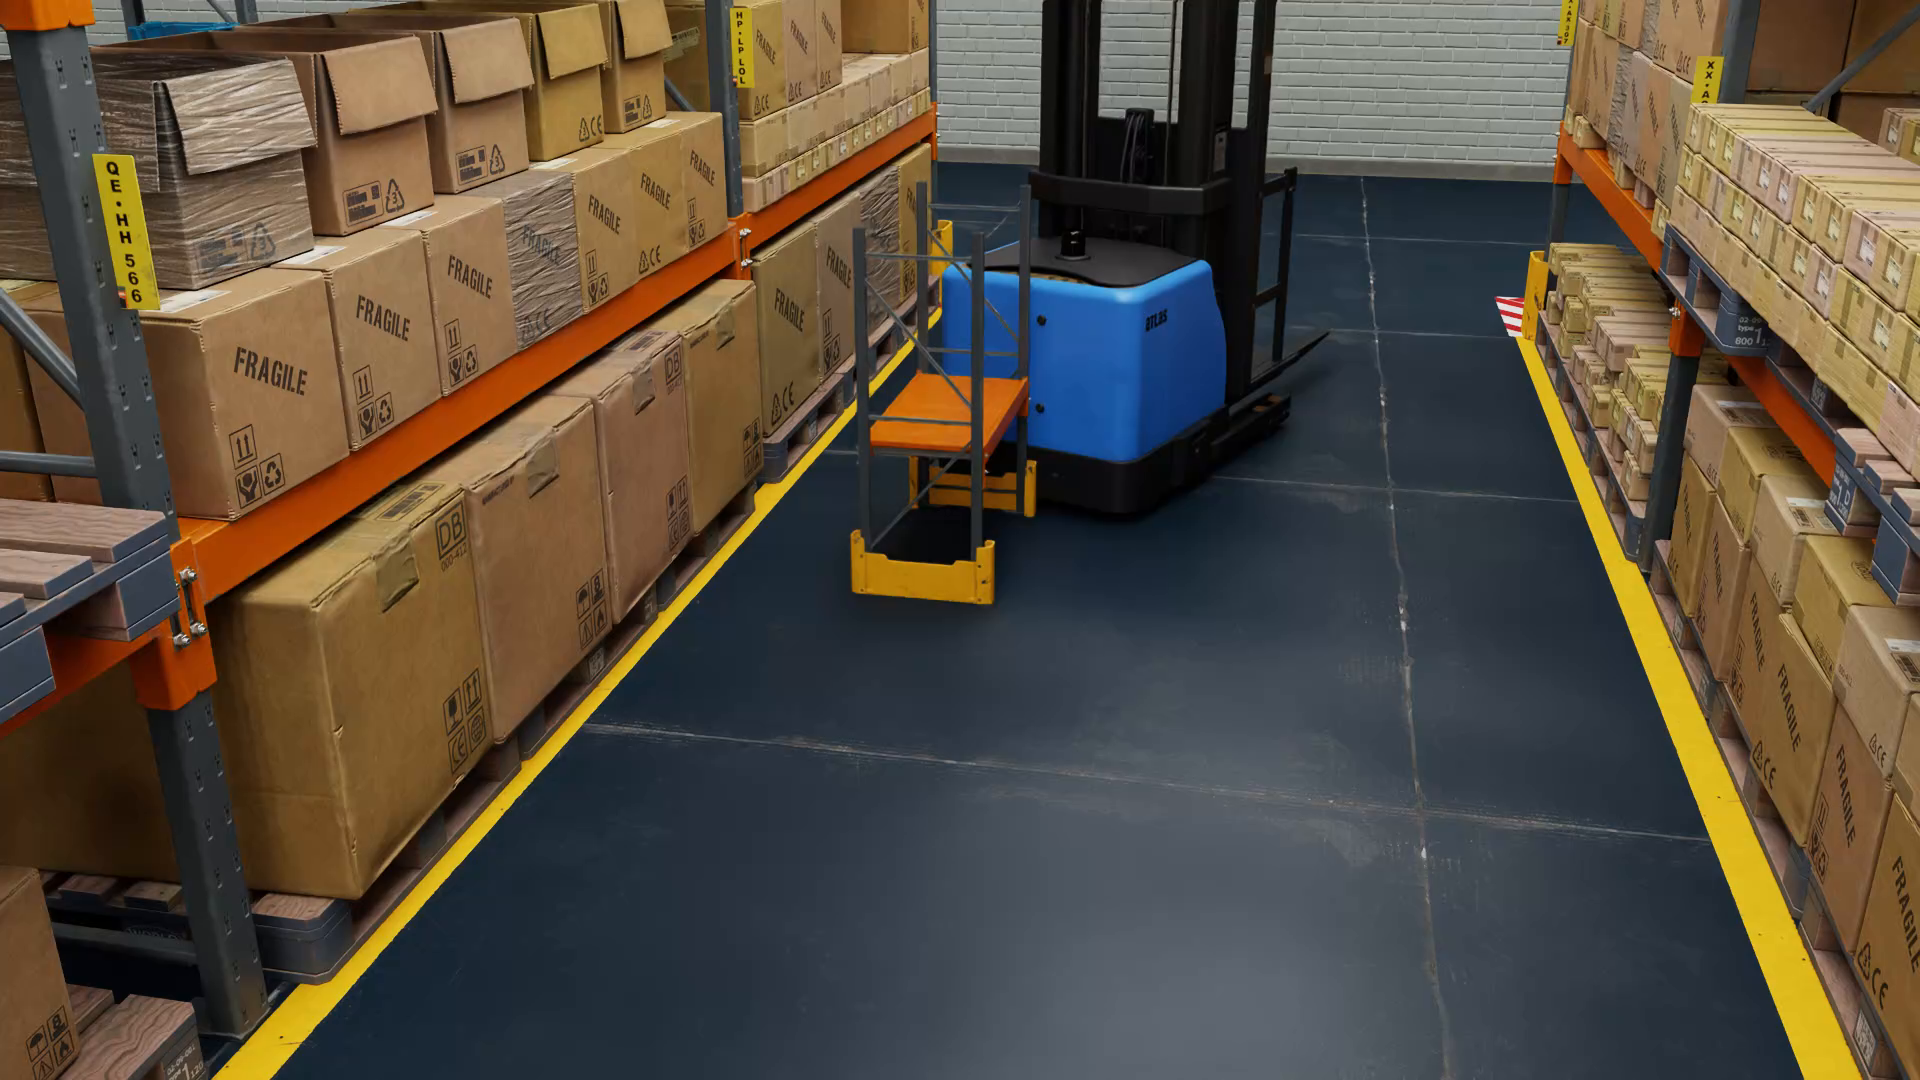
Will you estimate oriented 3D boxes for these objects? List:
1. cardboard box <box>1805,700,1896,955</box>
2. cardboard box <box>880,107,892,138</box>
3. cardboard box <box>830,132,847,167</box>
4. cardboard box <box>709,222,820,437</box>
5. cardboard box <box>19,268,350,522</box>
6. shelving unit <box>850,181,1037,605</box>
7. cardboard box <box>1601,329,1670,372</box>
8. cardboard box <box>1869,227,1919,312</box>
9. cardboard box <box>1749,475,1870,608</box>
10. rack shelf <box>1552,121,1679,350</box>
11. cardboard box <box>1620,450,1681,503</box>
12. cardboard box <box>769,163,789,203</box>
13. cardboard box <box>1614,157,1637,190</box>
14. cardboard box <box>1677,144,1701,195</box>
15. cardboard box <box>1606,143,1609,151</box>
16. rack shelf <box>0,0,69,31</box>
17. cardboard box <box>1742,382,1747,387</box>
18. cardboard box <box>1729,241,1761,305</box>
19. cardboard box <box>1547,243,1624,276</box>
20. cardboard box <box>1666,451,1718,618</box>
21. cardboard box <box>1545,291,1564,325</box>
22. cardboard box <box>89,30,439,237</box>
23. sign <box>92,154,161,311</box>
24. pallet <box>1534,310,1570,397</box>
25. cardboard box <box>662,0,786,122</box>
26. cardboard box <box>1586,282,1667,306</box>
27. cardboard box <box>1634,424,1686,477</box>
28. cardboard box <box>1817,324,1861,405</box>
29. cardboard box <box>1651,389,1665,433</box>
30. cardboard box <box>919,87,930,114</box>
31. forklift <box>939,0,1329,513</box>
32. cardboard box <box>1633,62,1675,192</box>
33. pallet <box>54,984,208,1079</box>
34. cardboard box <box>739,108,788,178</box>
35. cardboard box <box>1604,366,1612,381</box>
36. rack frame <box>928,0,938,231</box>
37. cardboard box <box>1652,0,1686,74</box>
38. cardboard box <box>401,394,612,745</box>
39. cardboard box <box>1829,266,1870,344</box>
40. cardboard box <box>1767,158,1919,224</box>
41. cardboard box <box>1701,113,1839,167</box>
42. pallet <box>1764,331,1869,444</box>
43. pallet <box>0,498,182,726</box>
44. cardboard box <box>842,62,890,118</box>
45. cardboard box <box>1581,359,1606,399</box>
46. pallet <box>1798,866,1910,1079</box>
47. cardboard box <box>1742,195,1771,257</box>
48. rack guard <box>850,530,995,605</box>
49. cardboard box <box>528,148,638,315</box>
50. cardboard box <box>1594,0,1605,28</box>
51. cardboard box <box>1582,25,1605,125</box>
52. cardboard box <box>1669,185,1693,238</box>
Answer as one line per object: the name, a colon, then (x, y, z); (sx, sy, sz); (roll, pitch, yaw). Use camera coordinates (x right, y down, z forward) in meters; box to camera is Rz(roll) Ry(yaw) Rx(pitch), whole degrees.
cardboard box: (2.537, 0.748, 4.265); (0.500, 0.500, 0.500); (5, 23, 13)
cardboard box: (-0.611, -2.462, 9.787); (0.380, 0.149, 0.250); (4, 22, 10)
cardboard box: (-0.820, -2.085, 8.851); (0.380, 0.149, 0.250); (5, 22, 12)
cardboard box: (-1.257, -1.089, 8.324); (0.875, 0.875, 0.875); (4, 22, 11)
cardboard box: (-1.920, -0.385, 4.160); (0.500, 0.500, 0.500); (5, 22, 12)
shelving unit: (-0.047, -0.652, 6.964); (0.587, 1.500, 1.083); (5, 22, 11)
cardboard box: (3.334, -0.911, 8.057); (0.380, 0.149, 0.250); (3, 22, 8)
cardboard box: (2.358, -0.620, 3.856); (0.380, 0.149, 0.250); (5, 22, 13)
cardboard box: (2.741, 0.019, 5.072); (0.500, 0.250, 0.500); (5, 23, 13)
rack shelf: (3.773, -1.627, 8.341); (1.077, 0.370, 4.000); (4, 22, 11)
cardboard box: (3.112, -0.271, 7.265); (0.380, 0.149, 0.250); (5, 22, 12)
cardboard box: (-1.030, -1.707, 7.912); (0.380, 0.149, 0.250); (4, 22, 9)
cardboard box: (3.443, -1.812, 8.175); (0.380, 0.149, 0.250); (5, 22, 12)
cardboard box: (2.835, -1.336, 6.033); (0.380, 0.149, 0.250); (5, 22, 12)
cardboard box: (3.757, -2.186, 9.103); (0.380, 0.149, 0.250); (6, 23, 13)
rack shelf: (-2.694, -0.508, 1.547); (1.077, 0.370, 4.000); (4, 22, 11)
cardboard box: (3.756, -0.680, 7.485); (0.380, 0.149, 0.250); (4, 22, 10)
cardboard box: (2.625, -0.821, 5.150); (0.380, 0.149, 0.250); (3, 22, 9)
cardboard box: (3.742, -1.675, 9.954); (0.380, 0.149, 0.250); (3, 22, 8)
cardboard box: (2.955, -0.015, 6.158); (0.500, 0.500, 0.500); (5, 23, 13)
cardboard box: (3.761, -1.397, 10.062); (0.380, 0.149, 0.250); (5, 22, 12)
cardboard box: (-1.985, -1.197, 4.835); (0.797, 0.503, 0.637); (5, 22, 12)
sign: (-1.753, -0.644, 3.493); (0.100, 0.325, 0.005); (4, 22, 11)
pallet: (3.966, -1.076, 9.744); (1.003, 0.211, 1.213); (4, 22, 11)
cardboard box: (-1.122, -2.216, 7.640); (0.500, 0.500, 0.500); (4, 22, 11)
cardboard box: (3.591, -1.285, 8.986); (0.380, 0.149, 0.250); (5, 23, 13)
cardboard box: (3.118, -0.379, 7.135); (0.380, 0.149, 0.250); (5, 22, 12)
cardboard box: (2.412, -0.434, 4.191); (0.380, 0.149, 0.250); (3, 22, 9)
cardboard box: (3.183, -0.528, 7.106); (0.380, 0.149, 0.250); (5, 22, 12)
cardboard box: (-0.404, -2.835, 10.715); (0.380, 0.149, 0.250); (5, 22, 12)
forklift: (1.105, -1.981, 8.349); (1.130, 2.935, 3.031); (13, 25, 29)
cardboard box: (3.295, -1.802, 7.280); (0.500, 0.500, 0.500); (4, 22, 9)
pallet: (-2.447, 1.398, 3.600); (1.003, 0.211, 1.213); (4, 22, 11)
cardboard box: (-1.117, -1.865, 7.771); (0.500, 0.250, 0.500); (4, 22, 10)
cardboard box: (3.453, -0.854, 8.314); (0.380, 0.149, 0.250); (3, 22, 8)
rack frame: (-0.653, -3.107, 11.054); (1.000, 3.000, 0.127); (4, 22, 11)
cardboard box: (3.297, -2.259, 7.078); (0.500, 0.500, 0.500); (4, 22, 9)
cardboard box: (-1.935, 0.033, 5.538); (1.225, 0.875, 0.875); (5, 22, 11)
cardboard box: (2.413, -0.574, 4.141); (0.380, 0.149, 0.250); (4, 22, 11)
cardboard box: (2.572, -1.002, 4.803); (0.380, 0.149, 0.250); (5, 23, 13)
cardboard box: (2.784, -1.372, 5.723); (0.380, 0.149, 0.250); (5, 22, 12)
pallet: (2.913, -0.404, 4.599); (1.003, 0.211, 1.213); (4, 22, 11)
pallet: (-2.327, 0.176, 3.157); (1.213, 0.211, 1.003); (4, 22, 11)
cardboard box: (-0.700, -2.607, 9.613); (0.500, 0.250, 0.500); (4, 22, 9)
cardboard box: (3.459, -0.831, 8.655); (0.380, 0.149, 0.250); (4, 22, 11)
pallet: (2.710, 1.241, 3.989); (1.003, 0.211, 1.213); (4, 22, 11)
cardboard box: (2.626, -0.953, 5.081); (0.380, 0.149, 0.250); (5, 23, 13)
rack guard: (-0.152, 0.110, 6.746); (0.587, 0.250, 0.087); (5, 22, 11)
cardboard box: (-1.505, -1.127, 6.002); (0.500, 0.500, 0.500); (4, 22, 10)
cardboard box: (3.733, -3.011, 8.945); (0.500, 0.500, 0.500); (5, 22, 12)
cardboard box: (3.735, -2.536, 9.102); (0.500, 0.500, 0.500); (5, 22, 11)
cardboard box: (2.835, -1.199, 6.088); (0.380, 0.149, 0.250); (3, 22, 8)
